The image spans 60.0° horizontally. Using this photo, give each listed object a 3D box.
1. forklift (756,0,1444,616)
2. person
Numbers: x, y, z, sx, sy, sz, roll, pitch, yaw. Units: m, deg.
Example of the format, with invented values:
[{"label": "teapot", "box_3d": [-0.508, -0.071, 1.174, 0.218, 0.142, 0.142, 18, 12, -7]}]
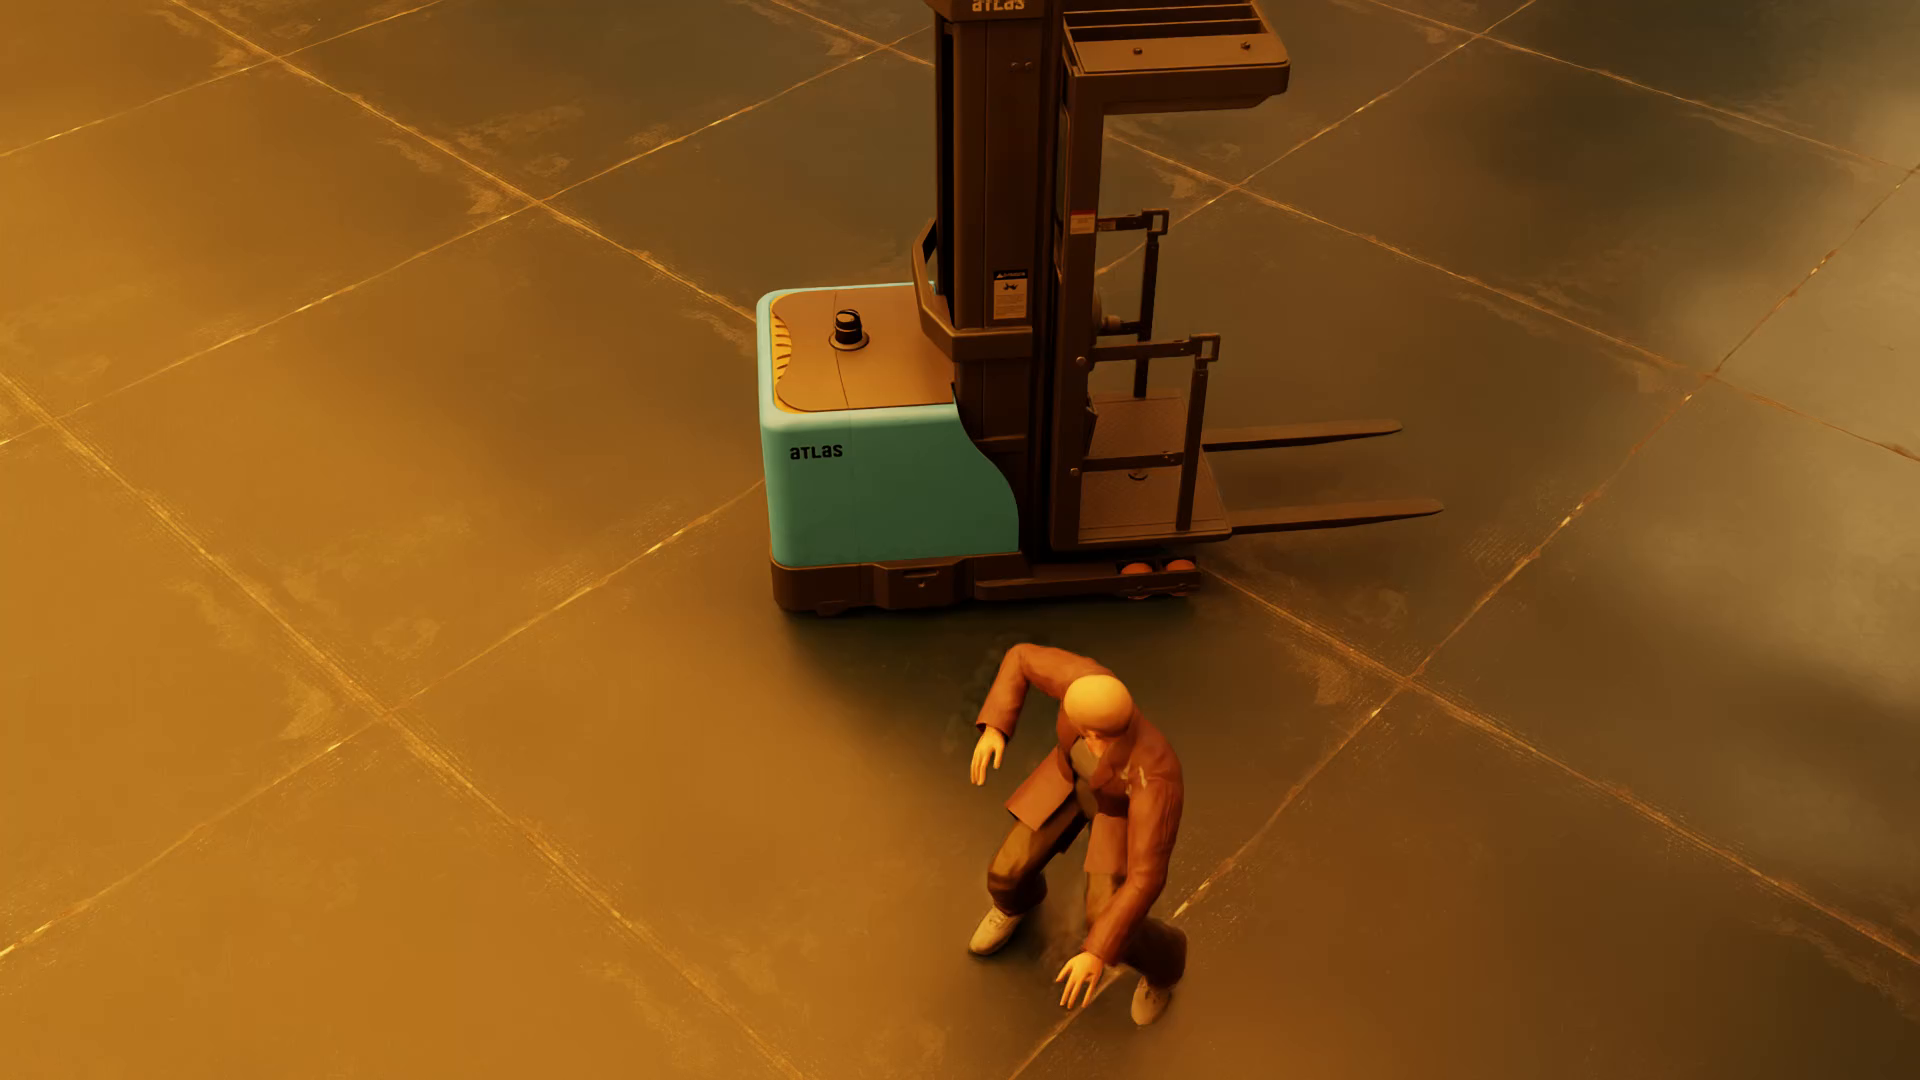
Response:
[{"label": "forklift", "box_3d": [0.645, -1.189, 6.815, 3.031, 2.935, 1.130, -4, 41, -5]}, {"label": "person", "box_3d": [0.342, 0.985, 5.418, 0.847, 1.534, 0.912, 29, 48, 29]}]
